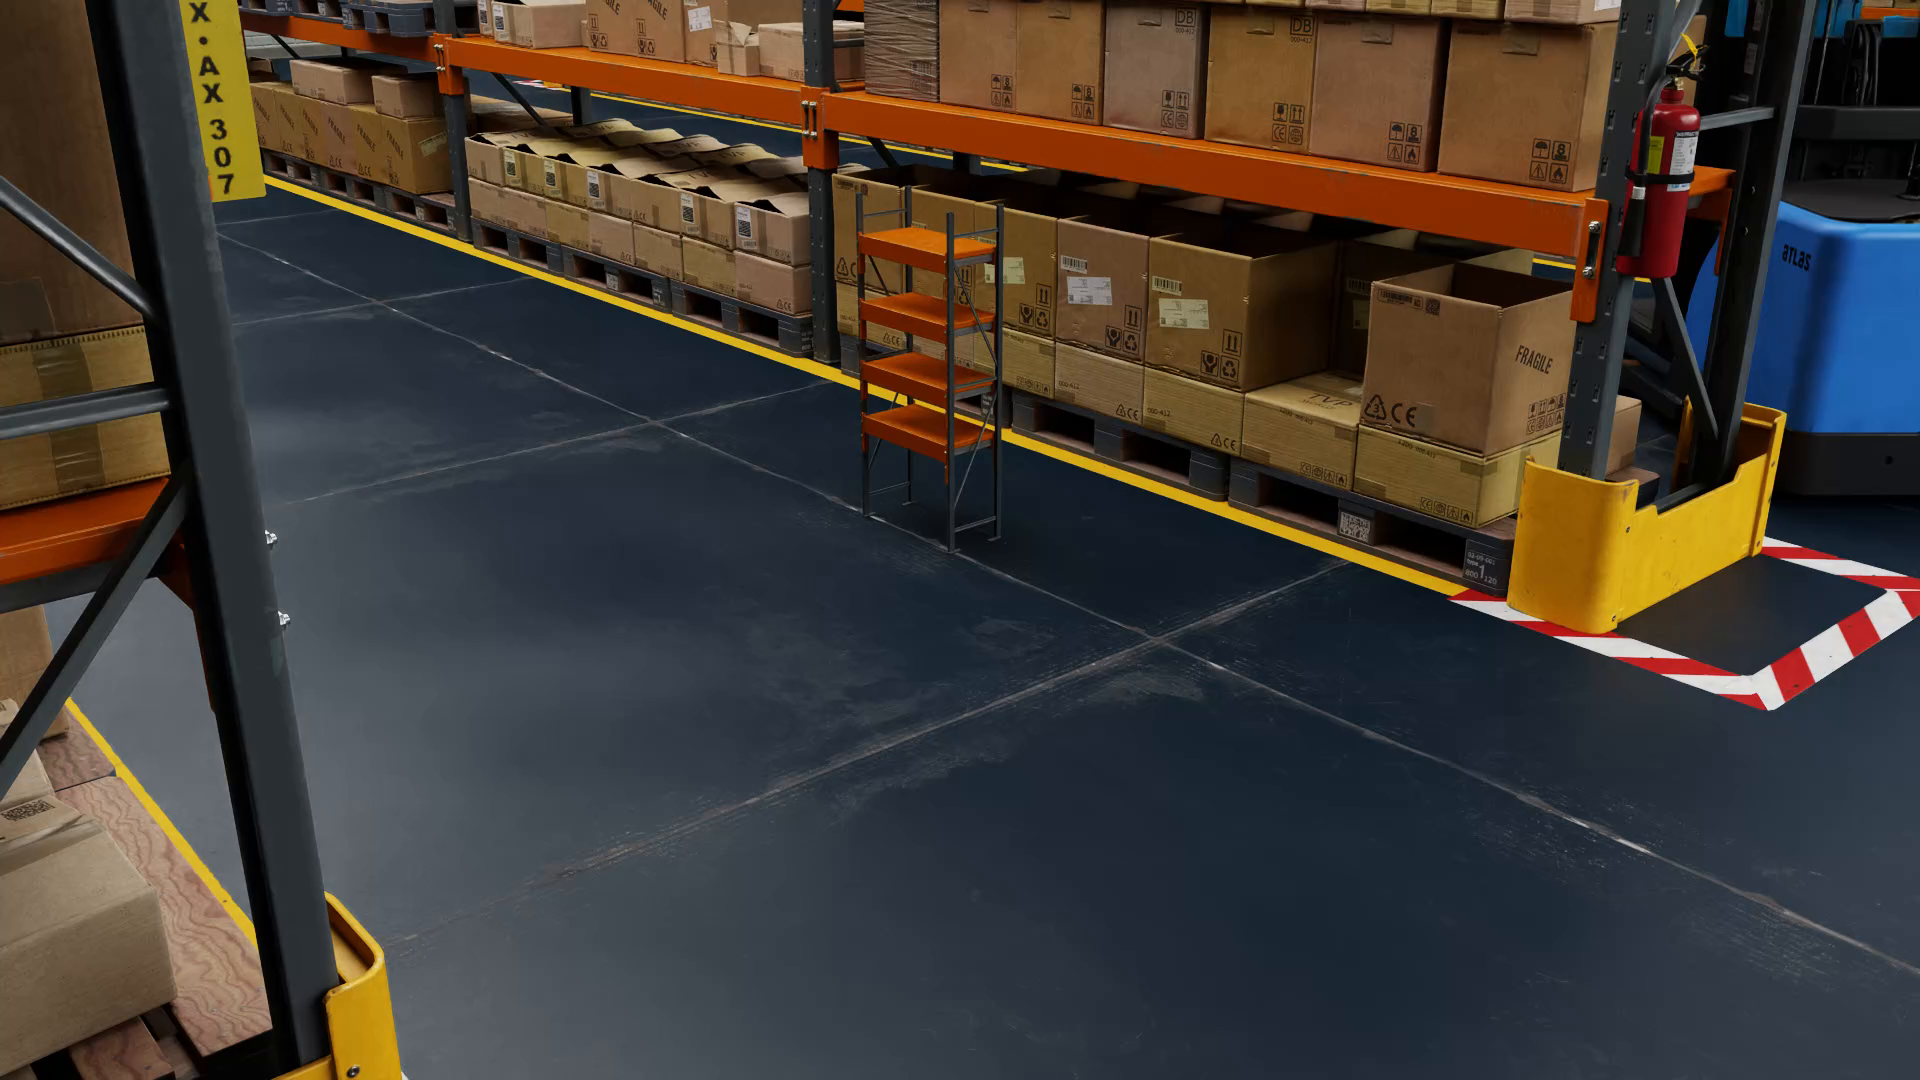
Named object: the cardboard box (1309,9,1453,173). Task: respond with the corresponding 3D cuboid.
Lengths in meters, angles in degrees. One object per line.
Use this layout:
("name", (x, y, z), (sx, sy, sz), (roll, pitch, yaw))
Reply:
("cardboard box", (1.660, -1.606, 5.833), (0.700, 0.500, 0.500), (-17, 27, -36))

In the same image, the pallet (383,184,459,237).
("pallet", (-3.379, -2.410, 11.848), (1.003, 0.211, 1.213), (-17, 27, -37))

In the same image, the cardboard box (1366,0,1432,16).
("cardboard box", (1.569, -1.834, 5.528), (0.380, 0.149, 0.250), (-18, 28, -38))

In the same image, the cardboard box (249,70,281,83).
("cardboard box", (-6.118, -3.729, 14.217), (0.500, 0.500, 0.500), (-17, 27, -37))

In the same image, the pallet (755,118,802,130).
("pallet", (-1.304, -4.255, 16.558), (1.003, 0.211, 1.213), (-17, 27, -37))

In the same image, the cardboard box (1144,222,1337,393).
("cardboard box", (1.063, -0.898, 6.329), (0.500, 0.500, 0.500), (-17, 27, -37))

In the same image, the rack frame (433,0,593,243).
("rack frame", (-2.920, -3.493, 10.790), (1.000, 3.000, 0.127), (-17, 27, -37))

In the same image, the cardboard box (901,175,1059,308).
("cardboard box", (0.089, -1.314, 7.391), (0.500, 0.500, 0.500), (-17, 27, -37))

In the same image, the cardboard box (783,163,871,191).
("cardboard box", (-0.713, -1.878, 9.090), (0.500, 0.311, 0.500), (-18, 28, -38))

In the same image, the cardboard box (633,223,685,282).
("cardboard box", (-1.463, -1.630, 9.228), (0.500, 0.250, 0.500), (-17, 27, -36))

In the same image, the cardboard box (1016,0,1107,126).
("cardboard box", (0.659, -2.030, 6.917), (0.700, 0.500, 0.500), (-17, 27, -37))

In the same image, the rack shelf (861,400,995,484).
("rack shelf", (-0.108, -0.357, 5.979), (0.258, 0.148, 0.480), (-17, 27, -37))

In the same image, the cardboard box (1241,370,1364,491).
("cardboard box", (1.393, -0.411, 6.116), (0.500, 0.250, 0.500), (-17, 27, -37))

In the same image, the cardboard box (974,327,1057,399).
("cardboard box", (0.409, -0.824, 7.170), (0.500, 0.250, 0.500), (-17, 27, -37))

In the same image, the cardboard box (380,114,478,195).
("cardboard box", (-3.708, -2.737, 11.683), (0.500, 0.500, 0.500), (-16, 27, -35))

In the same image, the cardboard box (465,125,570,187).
("cardboard box", (-2.801, -2.455, 10.565), (0.500, 0.311, 0.500), (-16, 27, -36))

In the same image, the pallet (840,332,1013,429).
("pallet", (0.178, -0.860, 7.891), (1.003, 0.211, 1.213), (-17, 27, -37))

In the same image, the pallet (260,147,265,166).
("pallet", (-5.979, -3.490, 14.605), (1.003, 0.211, 1.213), (-17, 27, -37))

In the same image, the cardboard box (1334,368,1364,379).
("cardboard box", (1.791, -0.537, 6.436), (0.500, 0.250, 0.500), (-17, 27, -37))

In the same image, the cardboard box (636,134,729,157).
("cardboard box", (-1.720, -2.301, 10.172), (0.500, 0.311, 0.500), (-18, 27, -38))

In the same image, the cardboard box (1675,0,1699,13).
("cardboard box", (2.209, -1.791, 5.418), (0.380, 0.149, 0.250), (-18, 27, -38))

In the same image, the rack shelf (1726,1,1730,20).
("rack shelf", (5.893, -4.963, 15.529), (1.077, 0.370, 4.000), (-17, 27, -37))

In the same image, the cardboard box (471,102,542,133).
("cardboard box", (-3.347, -2.871, 12.026), (0.500, 0.500, 0.500), (-19, 28, -39))

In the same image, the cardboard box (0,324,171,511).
("cardboard box", (-1.526, -0.253, 2.694), (0.500, 0.250, 0.500), (-18, 28, -39))

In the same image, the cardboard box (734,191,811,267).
("cardboard box", (-0.791, -1.608, 8.402), (0.500, 0.311, 0.500), (-17, 27, -37))

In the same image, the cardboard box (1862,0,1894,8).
("cardboard box", (7.448, -4.363, 13.354), (0.380, 0.149, 0.250), (-17, 27, -37))

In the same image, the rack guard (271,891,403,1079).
("rack guard", (-1.498, 1.040, 2.643), (1.175, 0.500, 0.348), (-17, 27, -37))

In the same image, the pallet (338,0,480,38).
("pallet", (-3.416, -3.575, 11.260), (1.213, 0.211, 1.003), (-17, 27, -37))

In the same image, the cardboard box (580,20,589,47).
("cardboard box", (-2.045, -3.037, 9.970), (0.380, 0.149, 0.250), (-15, 26, -34))

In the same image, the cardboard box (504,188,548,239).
("cardboard box", (-2.472, -2.055, 10.313), (0.500, 0.250, 0.500), (-18, 28, -39))

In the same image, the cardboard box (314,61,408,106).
("cardboard box", (-4.419, -3.382, 12.302), (0.500, 0.250, 0.500), (-18, 28, -38))

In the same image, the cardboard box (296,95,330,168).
("cardboard box", (-4.723, -3.163, 12.771), (0.500, 0.500, 0.500), (-17, 27, -37))

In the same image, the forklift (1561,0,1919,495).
("forklift", (3.585, -2.017, 7.114), (1.130, 2.935, 3.031), (0, 21, 0))

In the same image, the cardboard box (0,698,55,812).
("cardboard box", (-2.204, 0.574, 3.488), (0.500, 0.311, 0.500), (-15, 26, -33))

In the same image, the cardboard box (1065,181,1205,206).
("cardboard box", (0.806, -1.298, 7.352), (0.500, 0.500, 0.500), (-17, 27, -37))

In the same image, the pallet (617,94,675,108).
("pallet", (-3.086, -5.009, 18.484), (1.003, 0.211, 1.213), (-17, 27, -37))

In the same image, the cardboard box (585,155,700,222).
("cardboard box", (-1.784, -2.029, 9.476), (0.500, 0.311, 0.500), (-18, 28, -38))

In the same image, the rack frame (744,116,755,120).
("rack frame", (-1.776, -5.777, 16.620), (1.000, 3.000, 0.127), (-17, 27, -37))

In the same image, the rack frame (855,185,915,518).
("rack frame", (-0.267, -0.672, 6.054), (0.240, 1.200, 0.015), (-17, 27, -37))

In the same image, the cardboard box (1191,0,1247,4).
("cardboard box", (1.062, -2.049, 6.077), (0.380, 0.149, 0.250), (-17, 27, -36))

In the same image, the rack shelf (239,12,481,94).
("rack shelf", (-4.226, -3.711, 12.332), (1.077, 0.370, 4.000), (-17, 27, -37))

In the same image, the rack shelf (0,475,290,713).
("rack shelf", (-2.754, -0.320, 3.675), (1.077, 0.370, 4.000), (-17, 27, -37))

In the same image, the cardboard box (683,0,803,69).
("cardboard box", (-1.142, -2.796, 8.873), (0.500, 0.500, 0.500), (-15, 26, -34))

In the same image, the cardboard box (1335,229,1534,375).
("cardboard box", (1.793, -0.886, 6.300), (0.500, 0.500, 0.500), (-17, 27, -37))

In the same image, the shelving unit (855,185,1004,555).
("shelving unit", (-0.108, -0.604, 5.882), (0.258, 1.200, 0.503), (-17, 27, -37))

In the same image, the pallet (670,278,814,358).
("pallet", (-0.820, -1.284, 8.973), (1.003, 0.211, 1.213), (-17, 27, -37))

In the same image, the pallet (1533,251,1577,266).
("pallet", (3.853, -2.072, 10.986), (1.003, 0.211, 1.213), (-17, 27, -37))
